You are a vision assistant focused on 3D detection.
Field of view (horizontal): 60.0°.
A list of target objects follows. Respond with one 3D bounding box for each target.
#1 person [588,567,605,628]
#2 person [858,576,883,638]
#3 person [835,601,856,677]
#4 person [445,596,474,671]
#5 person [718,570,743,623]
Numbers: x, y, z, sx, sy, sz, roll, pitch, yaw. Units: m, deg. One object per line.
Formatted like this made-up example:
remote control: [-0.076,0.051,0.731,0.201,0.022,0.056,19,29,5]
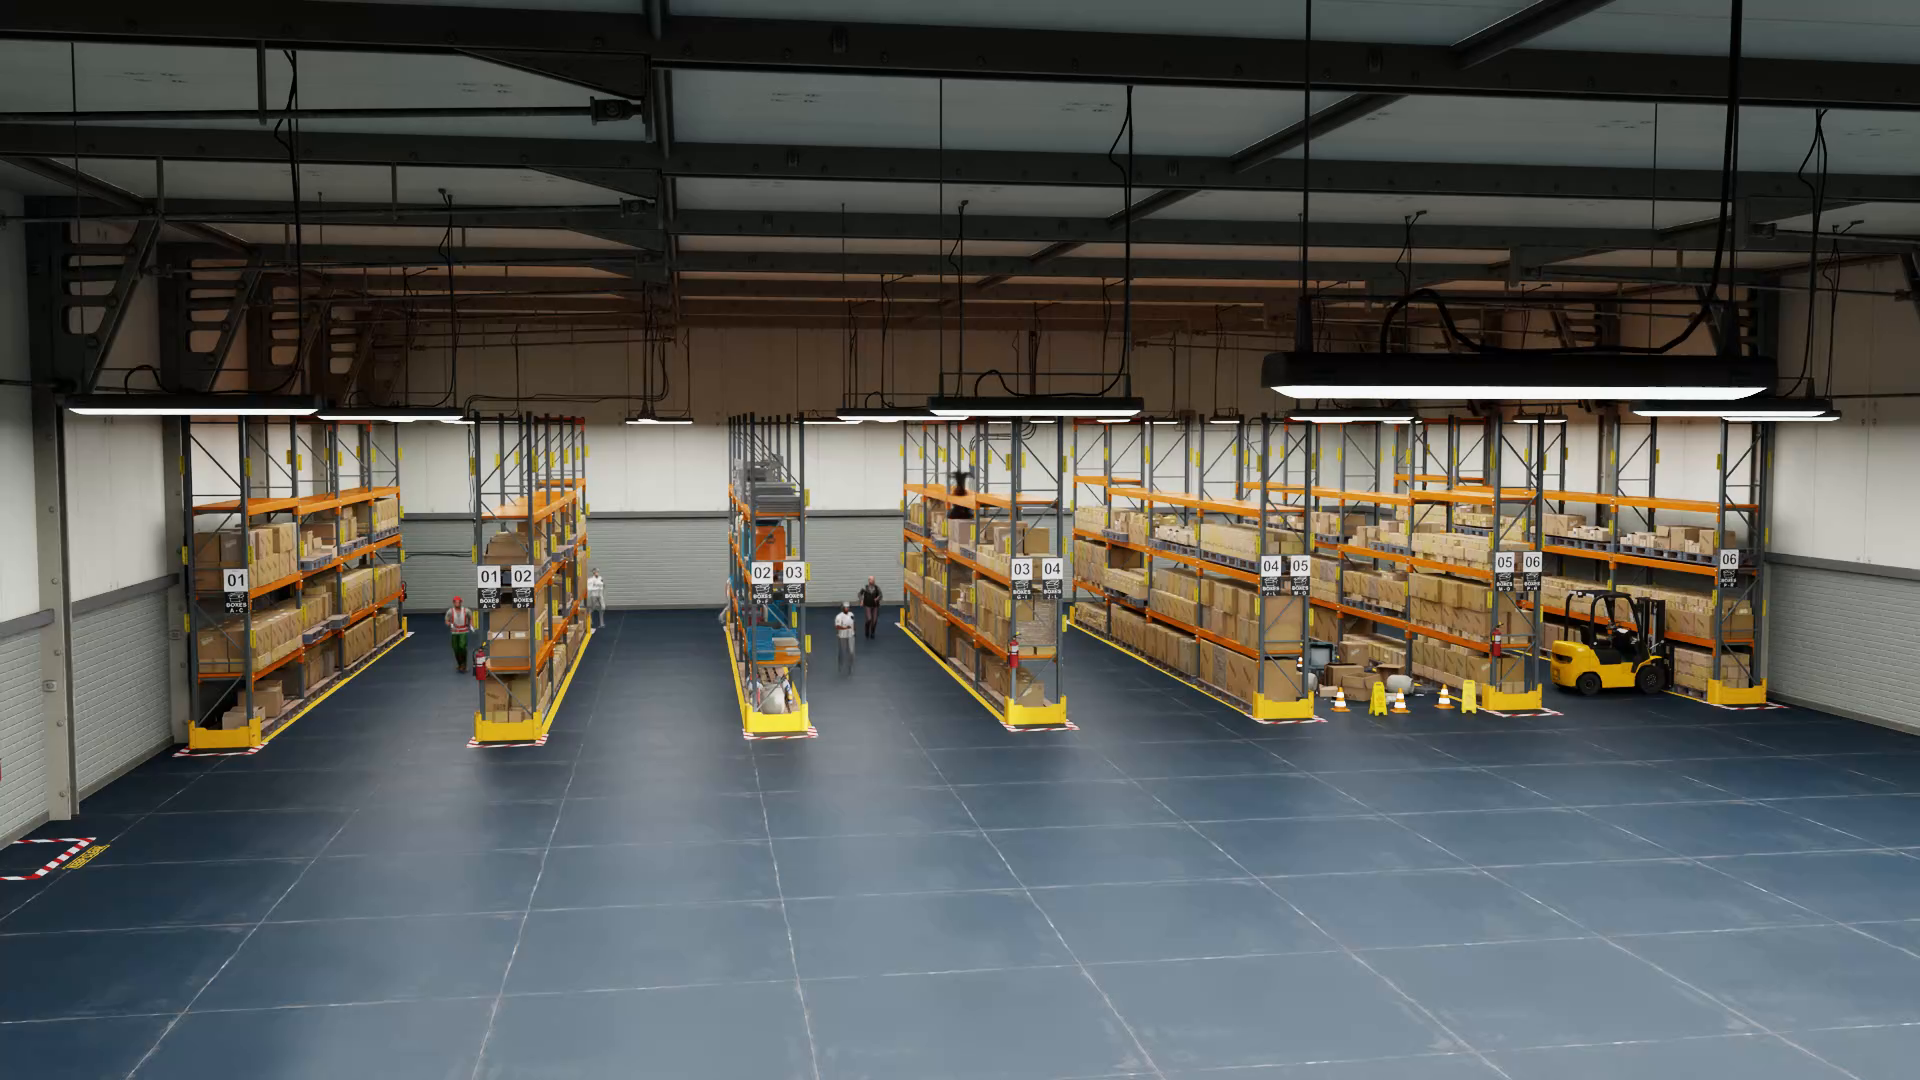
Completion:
person: [-10.402,1.649,47.570,0.572,1.740,0.831,-3,5,-39]
person: [-2.394,1.814,44.836,0.644,1.681,0.648,-1,4,-14]
person: [-2.635,2.273,38.321,0.523,1.751,0.846,-1,4,-17]
person: [-11.690,2.190,38.832,0.637,1.766,0.778,-1,4,-9]
person: [-6.541,1.648,48.098,0.963,1.579,0.621,1,4,20]
